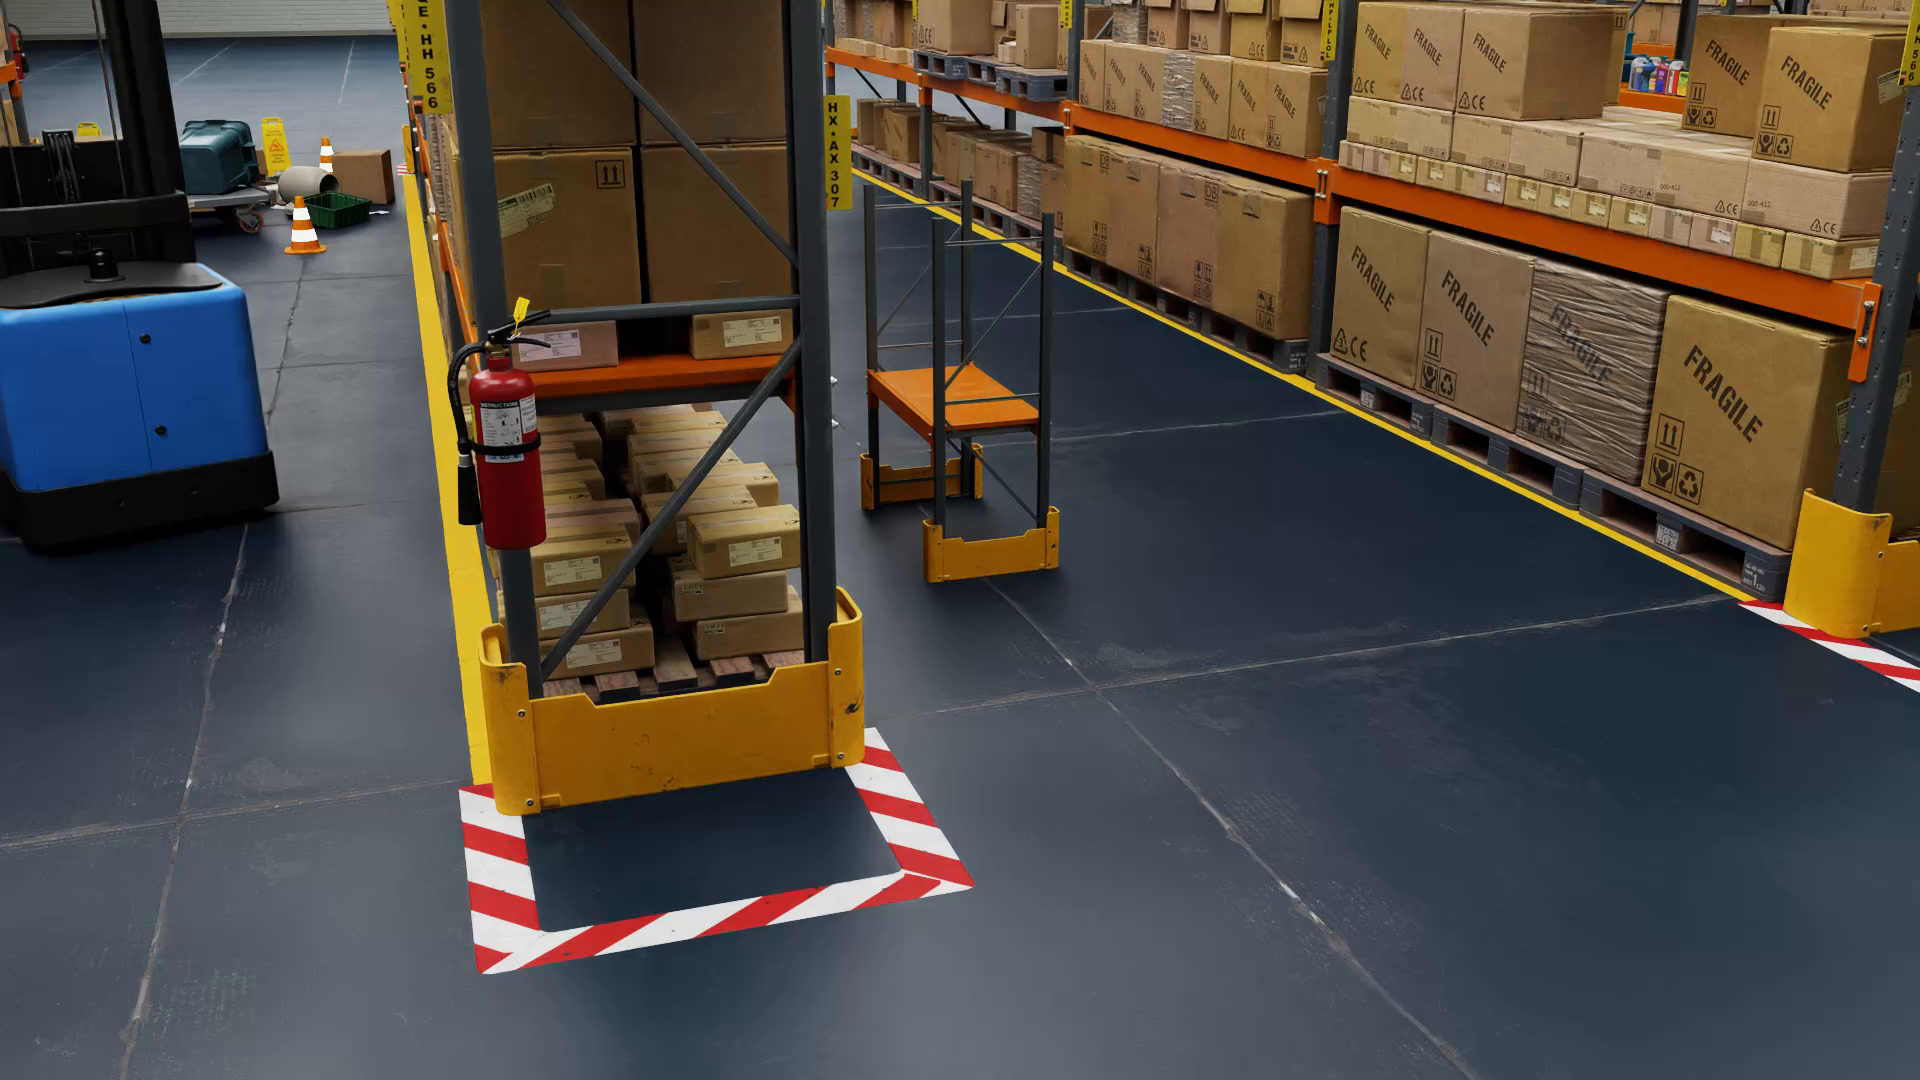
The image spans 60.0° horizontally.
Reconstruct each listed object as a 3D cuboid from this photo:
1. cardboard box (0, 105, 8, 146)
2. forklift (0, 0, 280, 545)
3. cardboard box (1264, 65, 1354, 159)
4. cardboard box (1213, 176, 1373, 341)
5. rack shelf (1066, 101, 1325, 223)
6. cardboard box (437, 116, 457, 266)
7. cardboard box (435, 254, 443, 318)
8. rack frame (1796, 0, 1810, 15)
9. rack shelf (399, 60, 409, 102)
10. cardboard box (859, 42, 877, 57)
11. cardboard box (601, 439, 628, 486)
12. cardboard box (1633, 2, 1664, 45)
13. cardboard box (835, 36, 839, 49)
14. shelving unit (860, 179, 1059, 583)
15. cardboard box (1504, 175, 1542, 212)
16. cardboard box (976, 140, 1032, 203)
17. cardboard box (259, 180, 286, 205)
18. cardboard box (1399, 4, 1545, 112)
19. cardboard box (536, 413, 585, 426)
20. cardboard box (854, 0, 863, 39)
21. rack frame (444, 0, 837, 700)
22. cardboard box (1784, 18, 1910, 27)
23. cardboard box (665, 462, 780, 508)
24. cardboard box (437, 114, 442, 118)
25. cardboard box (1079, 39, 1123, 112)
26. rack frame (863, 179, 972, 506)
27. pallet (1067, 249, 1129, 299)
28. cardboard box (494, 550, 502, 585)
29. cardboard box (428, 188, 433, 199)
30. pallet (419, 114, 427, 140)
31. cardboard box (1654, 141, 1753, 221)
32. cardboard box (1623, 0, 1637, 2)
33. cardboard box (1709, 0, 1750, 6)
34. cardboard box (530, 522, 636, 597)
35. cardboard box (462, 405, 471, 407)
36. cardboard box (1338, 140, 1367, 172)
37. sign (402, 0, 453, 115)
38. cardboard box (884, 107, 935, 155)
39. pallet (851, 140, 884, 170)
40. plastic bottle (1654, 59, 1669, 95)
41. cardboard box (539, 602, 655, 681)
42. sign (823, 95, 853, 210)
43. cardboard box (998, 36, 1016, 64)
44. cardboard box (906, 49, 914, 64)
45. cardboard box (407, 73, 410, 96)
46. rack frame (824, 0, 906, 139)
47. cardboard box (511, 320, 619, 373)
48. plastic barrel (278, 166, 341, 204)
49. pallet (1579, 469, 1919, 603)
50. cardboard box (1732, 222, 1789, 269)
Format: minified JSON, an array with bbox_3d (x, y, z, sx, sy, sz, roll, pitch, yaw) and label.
[{"bbox_3d":[-9.909,-4.092,16.710,0.500,0.500,0.500,-6,21,-15],"label":"cardboard box"},{"bbox_3d":[-4.422,-1.795,8.077,1.130,2.935,3.031,-14,24,-33],"label":"forklift"},{"bbox_3d":[2.198,-2.603,10.077,0.500,0.500,0.500,-6,21,-17],"label":"cardboard box"},{"bbox_3d":[2.384,-1.835,10.611,1.225,0.875,0.875,-6,21,-17],"label":"cardboard box"},{"bbox_3d":[1.976,-2.738,11.665,1.077,0.370,4.000,-6,21,-17],"label":"rack shelf"},{"bbox_3d":[-1.590,-1.288,5.976,0.500,0.500,0.500,-6,21,-17],"label":"cardboard box"},{"bbox_3d":[-3.086,-1.665,10.692,0.500,0.500,0.500,-7,21,-19],"label":"cardboard box"},{"bbox_3d":[12.939,-7.864,24.874,1.000,3.000,0.127,-6,21,-17],"label":"rack frame"},{"bbox_3d":[-5.279,-4.810,17.436,1.077,0.370,4.000,-6,21,-17],"label":"rack shelf"},{"bbox_3d":[-0.925,-5.559,18.827,0.380,0.149,0.250,-6,21,-17],"label":"cardboard box"},{"bbox_3d":[-1.345,-0.350,7.110,0.380,0.149,0.250,-5,20,-15],"label":"cardboard box"},{"bbox_3d":[9.024,-6.572,21.128,0.700,0.500,0.500,-6,21,-16],"label":"cardboard box"},{"bbox_3d":[-1.304,-6.050,20.195,0.380,0.149,0.250,-6,21,-17],"label":"cardboard box"},{"bbox_3d":[-0.024,-0.730,7.231,0.587,1.500,1.083,-6,21,-17],"label":"shelving unit"},{"bbox_3d":[2.873,-1.686,8.044,0.380,0.149,0.250,-7,21,-19],"label":"cardboard box"},{"bbox_3d":[0.571,-3.498,15.766,0.700,0.500,0.500,-8,21,-22],"label":"cardboard box"},{"bbox_3d":[-6.939,-3.576,16.981,0.396,0.266,0.258,-3,20,-8],"label":"cardboard box"},{"bbox_3d":[2.659,-2.517,8.659,0.500,0.500,0.500,-6,21,-17],"label":"cardboard box"},{"bbox_3d":[-1.758,-0.439,6.917,0.380,0.149,0.250,-6,21,-17],"label":"cardboard box"},{"bbox_3d":[-0.750,-6.145,19.500,0.875,0.500,0.500,-6,21,-17],"label":"cardboard box"},{"bbox_3d":[-0.879,-0.656,4.806,1.000,3.000,0.127,-6,21,-17],"label":"rack frame"},{"bbox_3d":[3.810,-1.916,6.987,0.500,0.500,0.500,-7,21,-19],"label":"cardboard box"},{"bbox_3d":[-0.880,-0.167,6.159,0.380,0.149,0.250,-6,21,-17],"label":"cardboard box"},{"bbox_3d":[-1.590,-1.763,5.820,0.500,0.500,0.500,-5,20,-14],"label":"cardboard box"},{"bbox_3d":[1.241,-3.580,12.799,0.500,0.500,0.500,-6,21,-16],"label":"cardboard box"},{"bbox_3d":[-0.187,-0.896,7.693,0.500,1.500,0.032,-6,21,-17],"label":"rack frame"},{"bbox_3d":[1.523,-2.145,13.075,1.003,0.211,1.213,-6,21,-17],"label":"pallet"},{"bbox_3d":[-1.481,0.042,6.018,0.380,0.149,0.250,-7,21,-19],"label":"cardboard box"},{"bbox_3d":[-3.247,-2.188,11.038,0.500,0.250,0.500,-7,21,-18],"label":"cardboard box"},{"bbox_3d":[-3.068,-2.916,11.381,1.213,0.211,1.003,-6,21,-17],"label":"pallet"},{"bbox_3d":[3.298,-1.510,6.966,0.500,0.250,0.500,-7,21,-18],"label":"cardboard box"},{"bbox_3d":[8.722,-6.962,21.256,0.380,0.149,0.250,-6,21,-15],"label":"cardboard box"},{"bbox_3d":[9.206,-6.470,19.884,0.380,0.149,0.250,-6,21,-17],"label":"cardboard box"},{"bbox_3d":[-1.286,0.065,5.515,0.380,0.149,0.250,-6,21,-17],"label":"cardboard box"},{"bbox_3d":[-2.327,-0.645,8.371,0.380,0.149,0.250,-7,21,-20],"label":"cardboard box"},{"bbox_3d":[2.381,-2.186,9.437,0.380,0.149,0.250,-6,21,-17],"label":"cardboard box"},{"bbox_3d":[-1.412,-1.297,4.411,0.100,0.325,0.005,-6,21,-17],"label":"sign"},{"bbox_3d":[-0.588,-4.713,19.178,0.500,0.500,0.500,-4,20,-12],"label":"cardboard box"},{"bbox_3d":[-0.922,-4.684,20.145,1.003,0.211,1.213,-6,21,-17],"label":"pallet"},{"bbox_3d":[5.938,-3.906,14.026,0.061,0.283,0.133,-6,21,-17],"label":"plastic bottle"},{"bbox_3d":[-1.242,0.341,5.626,0.380,0.149,0.250,-6,21,-16],"label":"cardboard box"},{"bbox_3d":[-0.364,-1.121,4.821,0.100,0.325,0.005,-6,21,-17],"label":"sign"},{"bbox_3d":[0.566,-4.359,14.692,0.396,0.266,0.258,-7,21,-19],"label":"cardboard box"},{"bbox_3d":[-0.348,-5.089,17.519,0.380,0.149,0.250,-6,21,-17],"label":"cardboard box"},{"bbox_3d":[-4.267,-3.871,13.609,0.500,0.500,0.500,-6,21,-16],"label":"cardboard box"},{"bbox_3d":[-1.168,-6.285,20.478,1.000,3.000,0.127,-6,21,-17],"label":"rack frame"},{"bbox_3d":[-1.250,-0.613,5.056,0.380,0.149,0.250,-6,21,-17],"label":"cardboard box"},{"bbox_3d":[-6.463,-3.496,16.523,0.512,0.421,0.421,8,21,20],"label":"plastic barrel"},{"bbox_3d":[3.536,-0.087,7.346,1.003,0.211,1.213,-6,21,-17],"label":"pallet"},{"bbox_3d":[3.354,-1.195,6.678,0.380,0.149,0.250,-6,21,-17],"label":"cardboard box"}]
